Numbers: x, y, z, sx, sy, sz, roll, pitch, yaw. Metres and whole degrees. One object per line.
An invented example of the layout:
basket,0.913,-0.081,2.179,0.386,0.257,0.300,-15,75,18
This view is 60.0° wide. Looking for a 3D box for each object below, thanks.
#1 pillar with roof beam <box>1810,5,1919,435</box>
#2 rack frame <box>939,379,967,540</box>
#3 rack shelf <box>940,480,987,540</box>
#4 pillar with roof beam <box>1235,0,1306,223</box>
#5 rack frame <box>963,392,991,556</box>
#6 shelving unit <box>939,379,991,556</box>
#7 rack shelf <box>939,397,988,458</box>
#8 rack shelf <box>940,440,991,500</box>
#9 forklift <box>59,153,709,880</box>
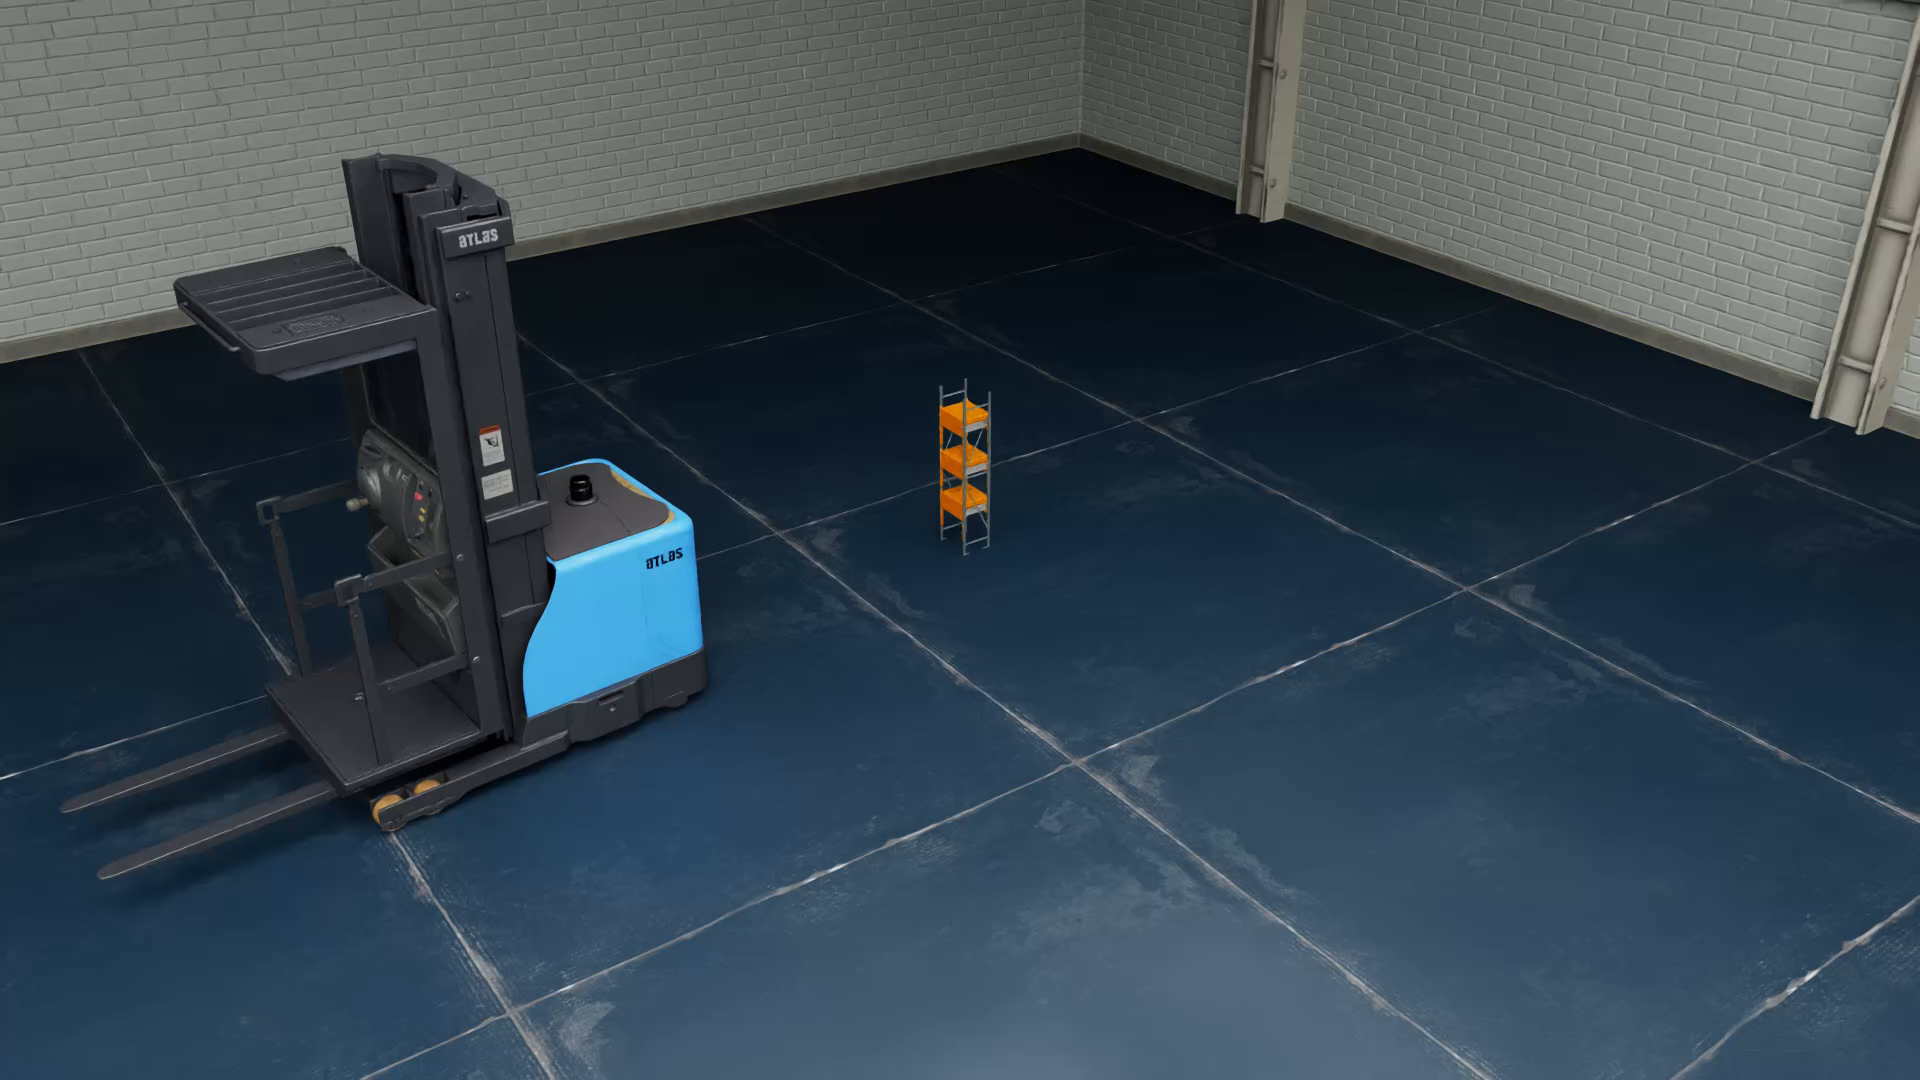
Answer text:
pillar with roof beam,2.928,-3.625,7.723,9.100,9.000,0.400,-19,34,-31
rack frame,-0.040,-0.488,10.275,0.200,1.050,0.008,-19,34,-31
rack shelf,0.031,-0.187,10.325,0.215,0.259,0.240,-19,34,-31
pillar with roof beam,-0.552,-5.958,12.018,9.100,9.000,0.400,-19,34,-31
rack frame,0.102,-0.393,10.100,0.200,1.050,0.008,-19,34,-31
shelving unit,0.031,-0.441,10.188,0.215,1.050,0.252,-19,34,-31
rack shelf,0.031,-0.681,10.057,0.215,0.259,0.240,-19,34,-31
rack shelf,0.031,-0.431,10.193,0.215,0.259,0.240,-19,34,-31
forklift,-2.805,-0.188,7.752,3.031,2.935,1.130,-21,35,-34
